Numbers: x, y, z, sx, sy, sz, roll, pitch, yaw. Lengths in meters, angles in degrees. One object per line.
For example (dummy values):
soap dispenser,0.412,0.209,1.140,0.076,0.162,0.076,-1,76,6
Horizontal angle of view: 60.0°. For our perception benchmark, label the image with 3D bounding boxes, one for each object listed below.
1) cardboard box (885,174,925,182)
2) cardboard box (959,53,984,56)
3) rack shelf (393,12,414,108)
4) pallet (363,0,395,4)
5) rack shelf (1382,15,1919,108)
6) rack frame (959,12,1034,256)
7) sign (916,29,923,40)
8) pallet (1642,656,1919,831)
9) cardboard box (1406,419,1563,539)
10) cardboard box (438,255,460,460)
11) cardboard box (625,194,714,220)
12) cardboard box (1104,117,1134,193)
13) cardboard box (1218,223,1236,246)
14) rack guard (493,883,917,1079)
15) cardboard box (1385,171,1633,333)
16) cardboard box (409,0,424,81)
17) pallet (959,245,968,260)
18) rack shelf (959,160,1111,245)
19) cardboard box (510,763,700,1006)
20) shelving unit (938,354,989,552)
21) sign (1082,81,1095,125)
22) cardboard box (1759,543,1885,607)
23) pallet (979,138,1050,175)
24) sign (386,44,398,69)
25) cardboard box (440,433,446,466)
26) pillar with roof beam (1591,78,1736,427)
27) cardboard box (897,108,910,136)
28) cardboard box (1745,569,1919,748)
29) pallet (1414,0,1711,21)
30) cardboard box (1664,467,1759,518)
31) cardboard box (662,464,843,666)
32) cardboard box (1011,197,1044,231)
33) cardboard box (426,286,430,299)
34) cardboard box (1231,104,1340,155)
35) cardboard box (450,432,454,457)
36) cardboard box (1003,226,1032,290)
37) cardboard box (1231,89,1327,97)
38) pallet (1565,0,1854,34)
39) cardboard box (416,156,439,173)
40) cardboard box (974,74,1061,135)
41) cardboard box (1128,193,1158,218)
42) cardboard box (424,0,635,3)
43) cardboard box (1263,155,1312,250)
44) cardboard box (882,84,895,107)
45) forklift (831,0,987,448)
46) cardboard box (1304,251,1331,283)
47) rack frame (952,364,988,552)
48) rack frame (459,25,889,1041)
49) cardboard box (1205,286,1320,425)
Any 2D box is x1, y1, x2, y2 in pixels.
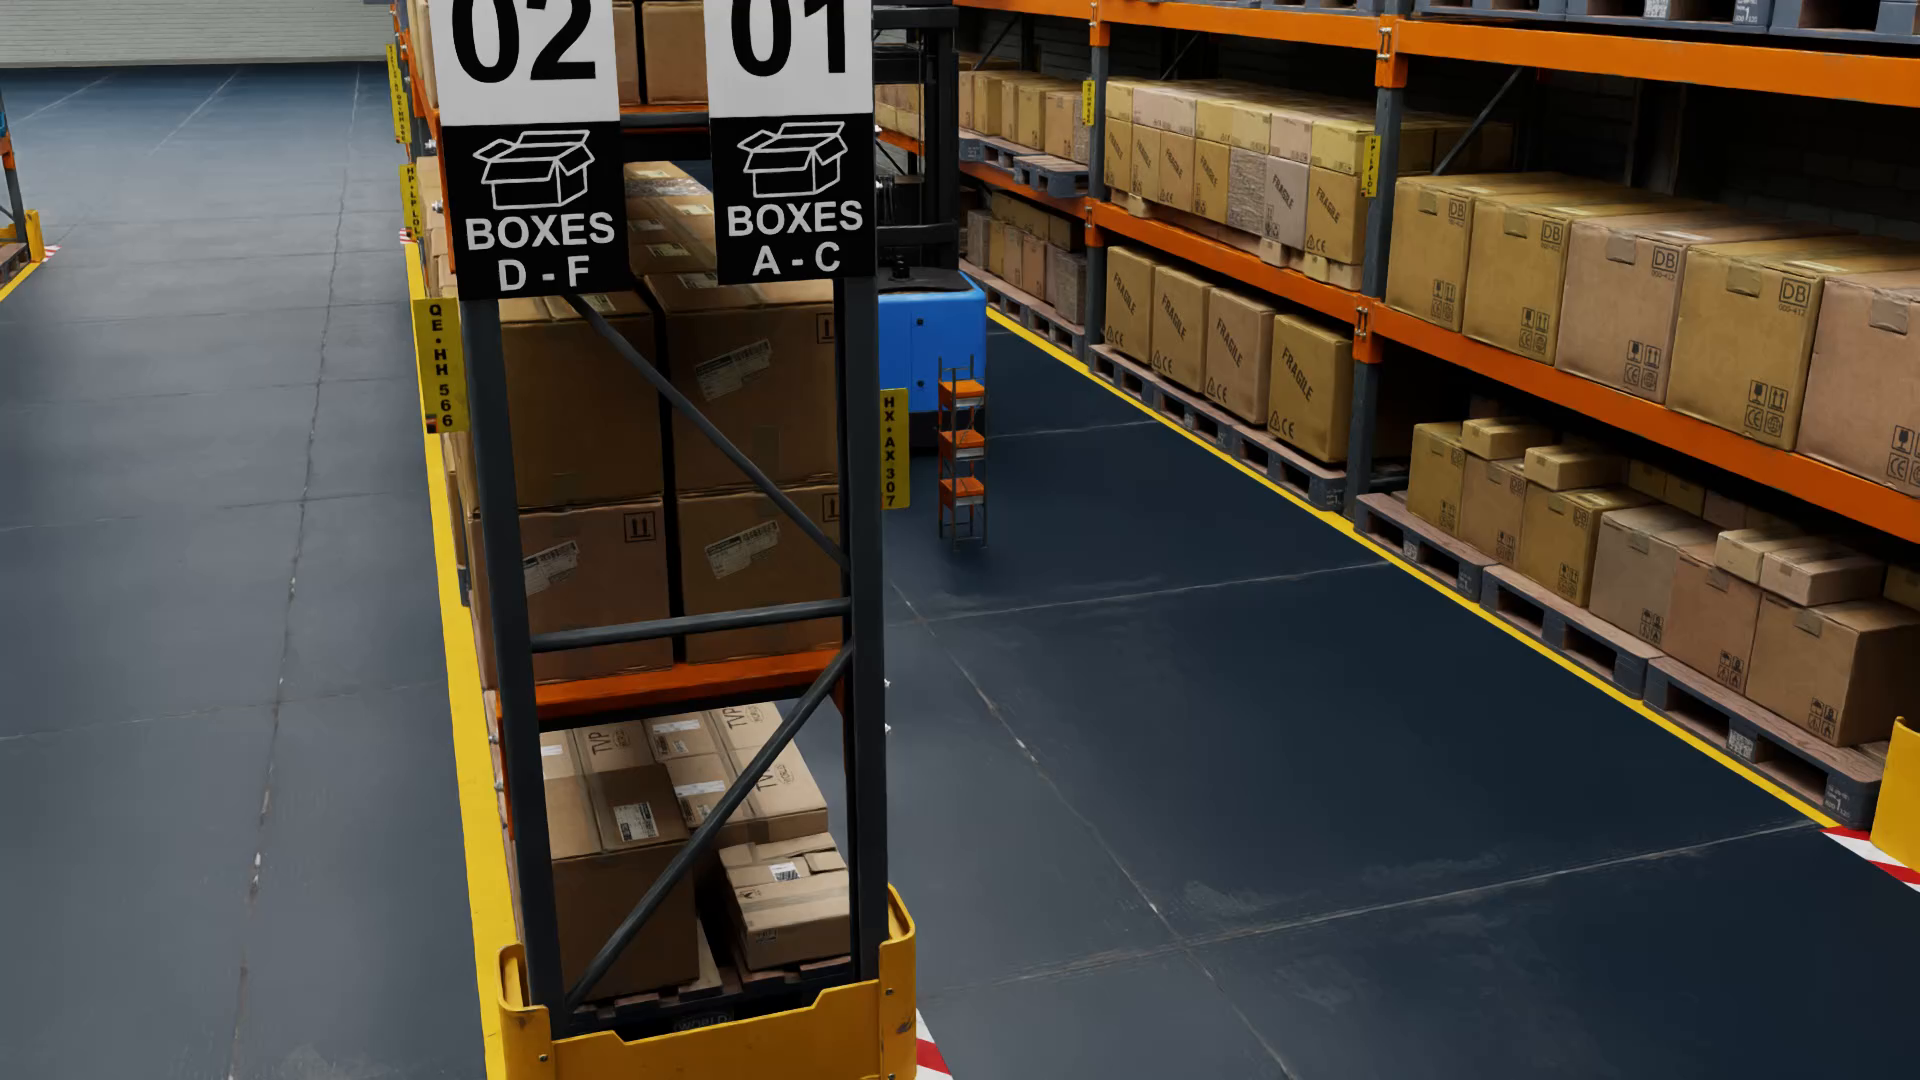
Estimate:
cardboard box,-0.530,-3.809,18.630,0.700,0.500,0.500,-8,21,-21
cardboard box,-0.027,-4.941,17.820,0.500,0.500,0.500,-6,21,-16
rack shelf,-2.583,-2.770,9.318,1.077,0.370,4.000,-6,21,-17
pallet,-3.510,-3.870,11.595,1.213,0.211,1.003,-5,20,-15
rack shelf,3.376,-2.014,7.213,1.077,0.370,4.000,-6,21,-17
rack frame,0.233,-4.150,16.533,1.000,3.000,0.127,-6,21,-17
sign,-0.491,-6.180,20.003,0.100,0.325,0.005,-6,21,-17
pallet,3.679,0.765,6.974,1.003,0.211,1.213,-6,21,-17
cardboard box,2.885,-0.353,9.038,0.700,0.500,0.500,-6,21,-17
cardboard box,-1.257,-0.565,4.924,0.500,0.500,0.500,-6,21,-16
cardboard box,-1.071,-0.950,5.998,0.500,0.500,0.500,-7,21,-18
cardboard box,1.400,-2.880,12.379,0.500,0.500,0.500,-6,21,-16
cardboard box,1.942,-2.051,11.031,0.380,0.149,0.250,-6,21,-15
rack guard,-0.721,1.381,4.833,1.175,0.500,0.348,-6,21,-17
cardboard box,2.902,-1.548,8.845,0.980,0.700,0.700,-6,21,-16
cardboard box,-1.425,-1.570,5.135,0.500,0.250,0.500,-6,21,-17
pallet,-0.012,-3.049,17.593,1.003,0.211,1.213,-6,21,-17
rack shelf,0.861,-3.169,14.867,1.077,0.370,4.000,-6,21,-17
cardboard box,-1.102,1.050,5.104,0.500,0.500,0.500,-6,21,-17
shelving unit,0.017,-0.477,9.191,0.215,1.050,0.252,-6,21,-17
sign,0.978,-3.313,12.607,0.100,0.325,0.005,-6,21,-17
cardboard box,3.476,0.139,6.710,0.380,0.149,0.250,-7,21,-18
pallet,0.829,-3.407,14.748,1.003,0.211,1.213,-6,21,-17
sign,-6.255,-5.294,18.319,0.100,0.325,0.005,-6,21,-17
cardboard box,-2.848,-0.697,9.967,0.500,0.500,0.500,-7,21,-19
pillar with roof beam,-0.298,-3.816,6.728,9.100,9.000,0.400,-6,21,-17
cardboard box,-0.353,-4.369,17.336,0.500,0.250,0.500,-6,21,-17
cardboard box,3.690,0.466,6.759,0.700,0.500,0.500,-6,21,-17
pallet,2.994,-2.689,8.159,1.003,0.211,1.213,-6,21,-17
cardboard box,3.519,-0.227,7.729,0.380,0.149,0.250,-6,21,-17
cardboard box,-0.586,0.011,4.800,0.500,0.500,0.500,-6,21,-16
cardboard box,0.789,-2.991,15.245,0.500,0.250,0.500,-7,21,-19
cardboard box,-3.779,-1.814,12.647,0.500,0.311,0.500,-7,21,-18
cardboard box,2.046,-2.583,10.445,0.500,0.250,0.500,-6,21,-16
cardboard box,-1.734,-0.585,6.459,0.500,0.500,0.500,-6,21,-17
cardboard box,0.812,-2.617,15.313,0.700,0.500,0.500,-6,21,-17
cardboard box,2.196,-2.966,11.510,0.500,0.250,0.500,-7,21,-19
pallet,3.374,-2.298,7.071,1.003,0.211,1.213,-6,21,-17
cardboard box,-2.073,-1.392,7.226,0.500,0.500,0.500,-6,21,-16
cardboard box,0.529,-4.057,15.475,0.700,0.500,0.500,-4,20,-12
cardboard box,1.448,-2.451,12.145,0.380,0.149,0.250,-6,21,-16
cardboard box,-1.100,-1.486,4.160,0.500,0.250,0.500,-6,21,-17
cardboard box,2.193,-2.063,10.105,0.500,0.500,0.500,-6,21,-17
cardboard box,-0.520,-4.883,17.656,0.500,0.500,0.500,-7,21,-19
forklift,-0.599,-2.420,11.817,1.130,2.935,3.031,-4,20,-10
cardboard box,2.270,-1.631,9.861,0.380,0.149,0.250,-6,21,-16
rack frame,0.055,-0.438,9.082,0.200,1.050,0.008,-6,21,-17
rack frame,-0.697,0.229,4.343,1.000,3.000,0.127,-6,21,-17
cardboard box,2.137,-1.248,11.013,0.750,0.750,0.750,-6,21,-16
